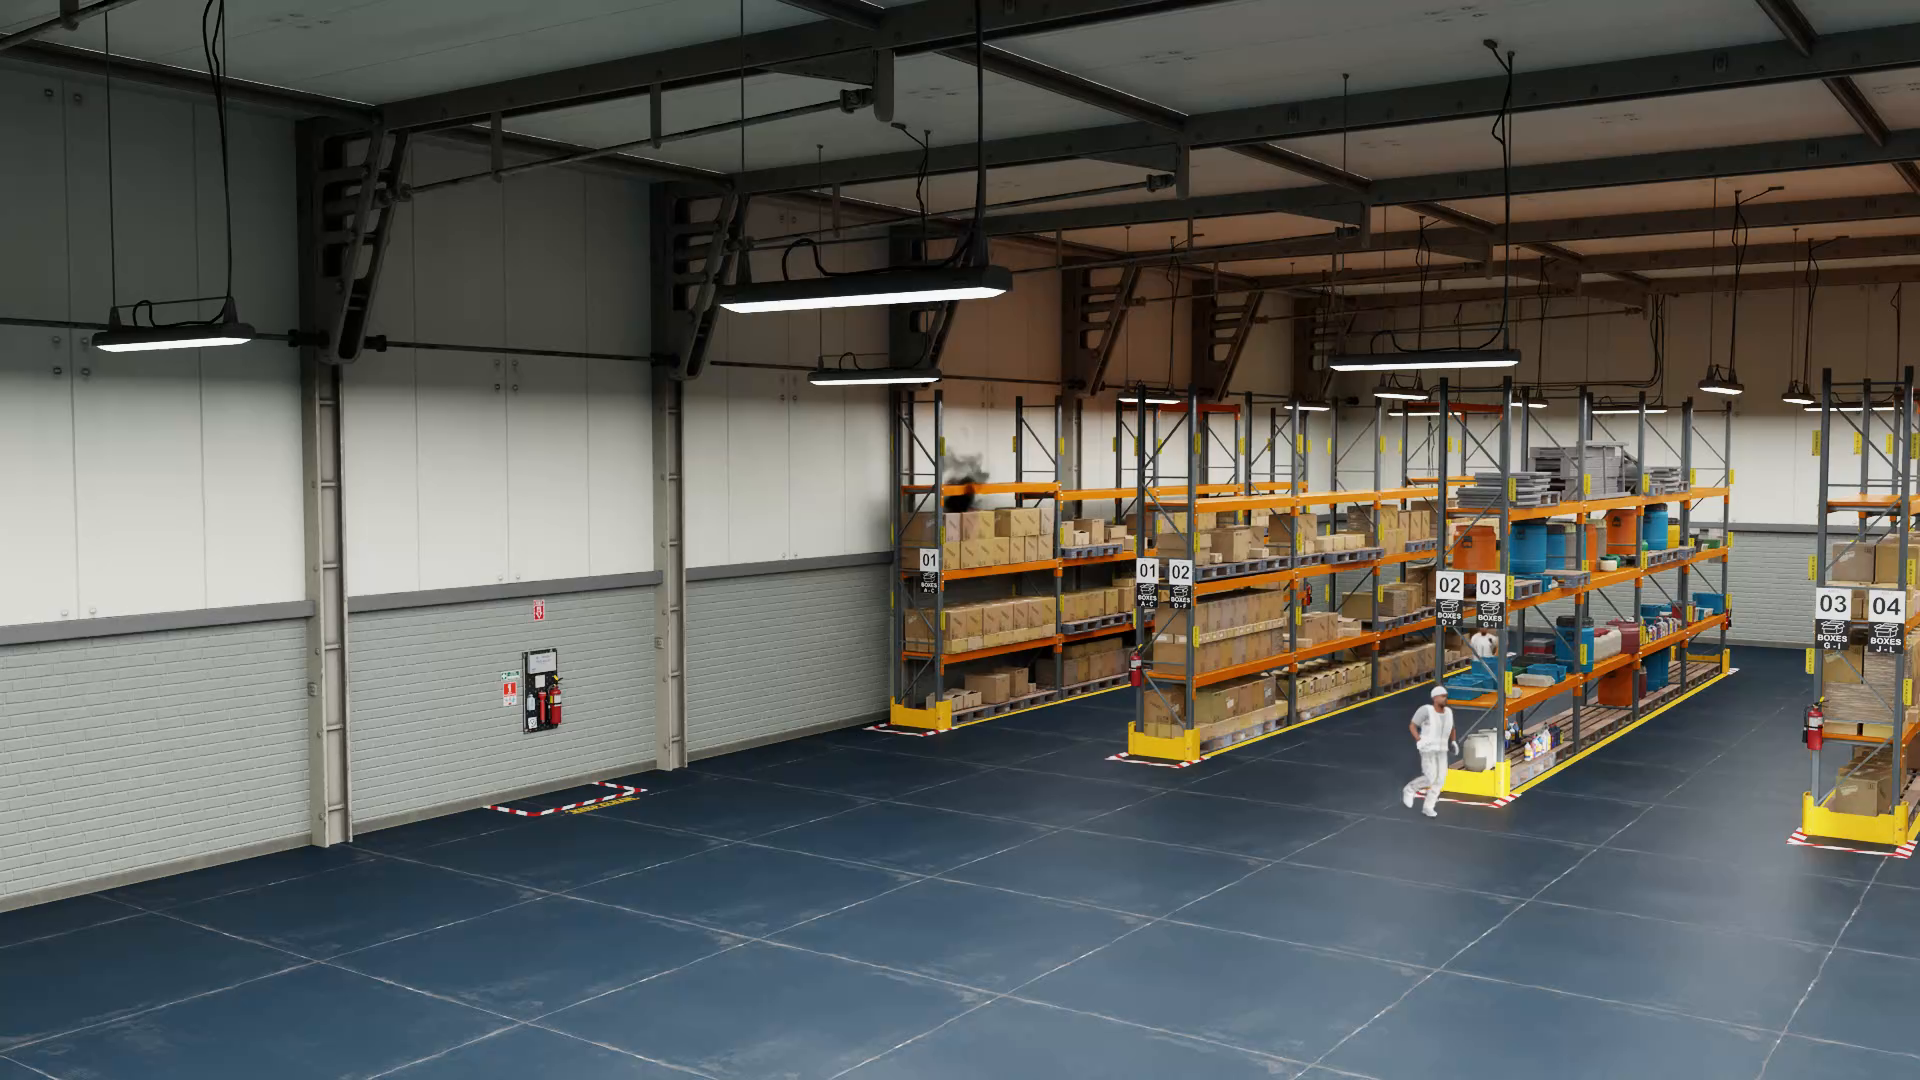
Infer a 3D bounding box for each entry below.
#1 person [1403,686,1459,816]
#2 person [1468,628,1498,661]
[{"bbox_3d":[6.475,2.857,22.727,0.704,1.733,0.602,-1,4,-24],"label":"person"},{"bbox_3d":[10.140,2.379,32.189,0.607,1.630,0.734,1,3,21],"label":"person"}]
